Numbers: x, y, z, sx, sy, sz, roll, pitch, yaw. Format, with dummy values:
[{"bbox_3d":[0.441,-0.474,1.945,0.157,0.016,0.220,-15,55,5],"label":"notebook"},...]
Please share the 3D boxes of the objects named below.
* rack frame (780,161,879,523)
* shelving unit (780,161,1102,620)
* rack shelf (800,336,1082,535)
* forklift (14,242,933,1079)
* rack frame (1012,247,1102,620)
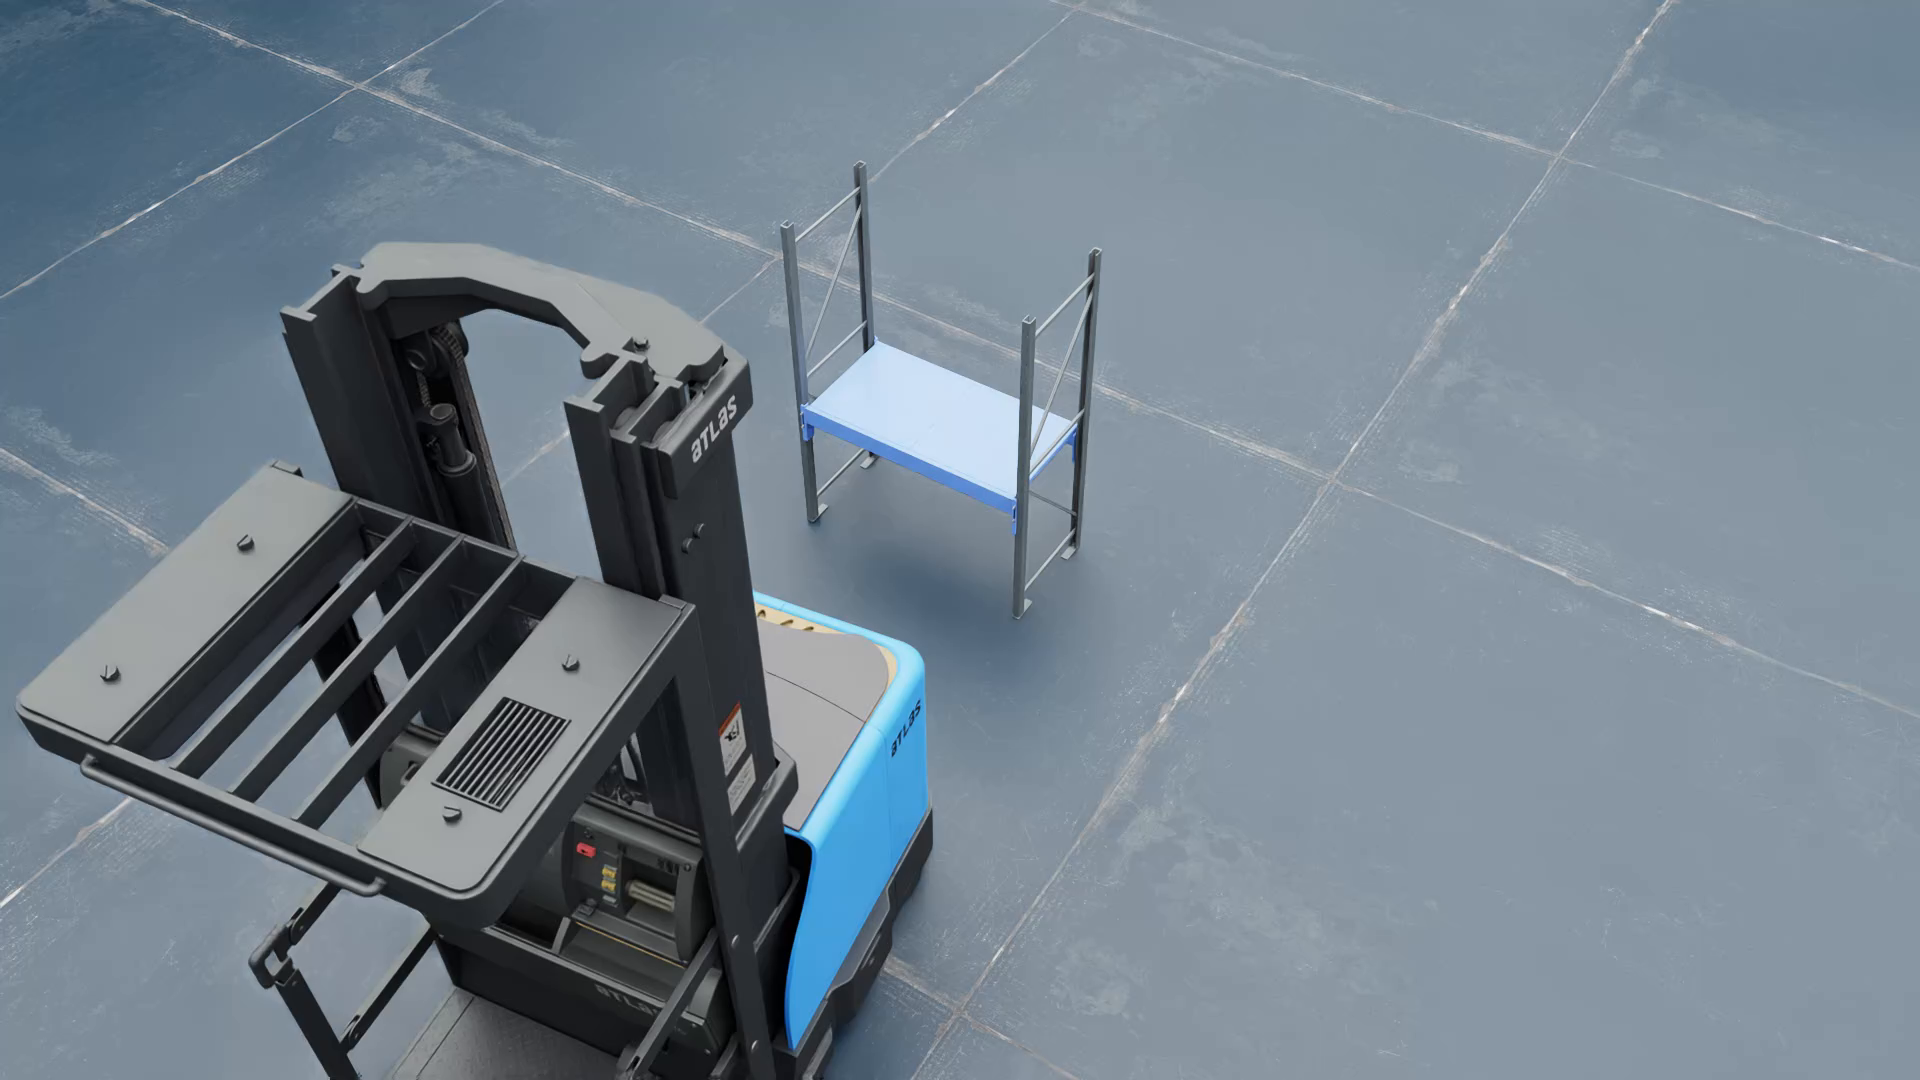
[{"bbox_3d":[-0.500,-0.753,6.657,0.032,1.500,0.500,25,51,22],"label":"rack frame"},{"bbox_3d":[-0.072,-0.556,6.466,1.048,1.500,0.538,25,51,22],"label":"shelving unit"},{"bbox_3d":[-0.072,-0.430,6.595,1.000,0.185,0.538,25,51,22],"label":"rack shelf"},{"bbox_3d":[-1.155,0.891,4.063,1.130,2.935,3.031,18,48,16],"label":"forklift"},{"bbox_3d":[0.356,-0.359,6.275,0.032,1.500,0.500,25,51,22],"label":"rack frame"}]
